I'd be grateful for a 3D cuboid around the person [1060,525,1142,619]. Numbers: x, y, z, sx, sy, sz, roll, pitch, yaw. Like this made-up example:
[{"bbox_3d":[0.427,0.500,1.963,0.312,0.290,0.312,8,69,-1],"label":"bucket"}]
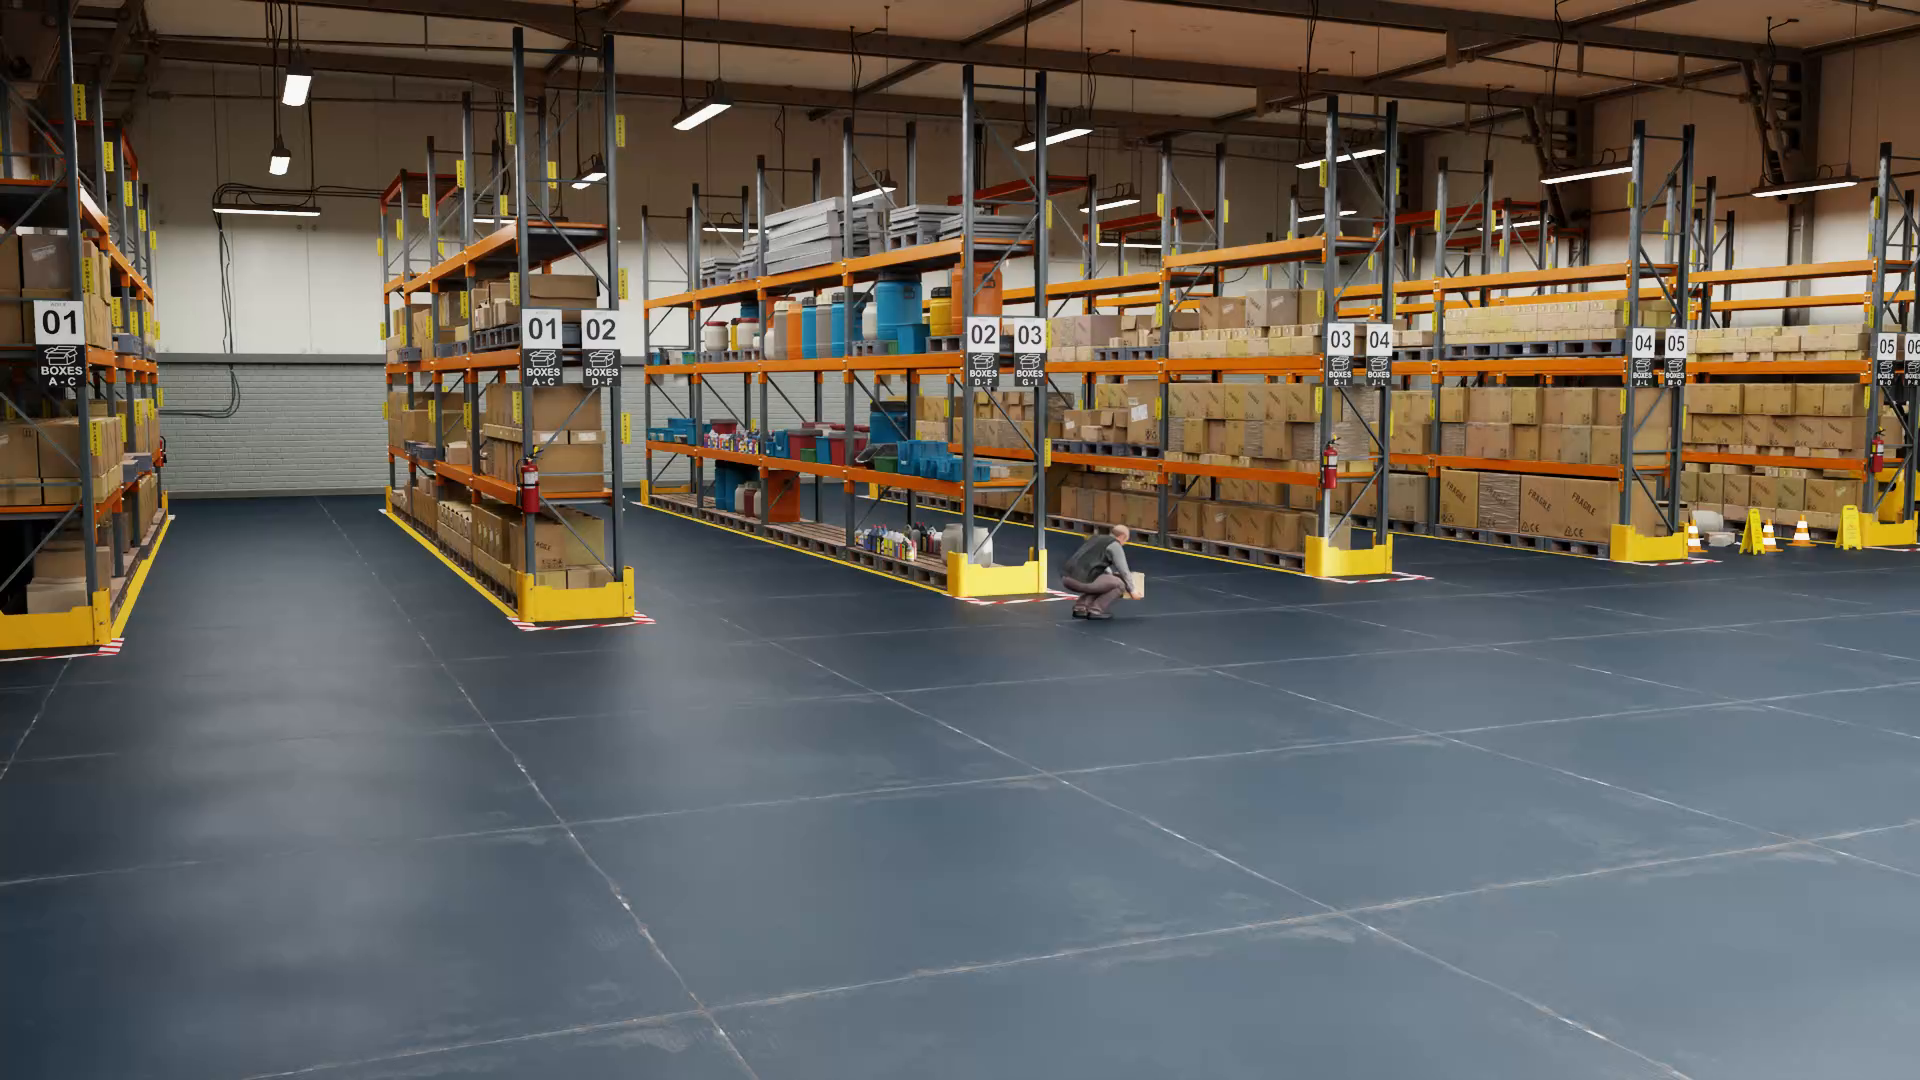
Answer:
[{"bbox_3d":[1.469,0.332,17.441,0.851,0.967,0.534,-2,6,-24],"label":"person"}]
